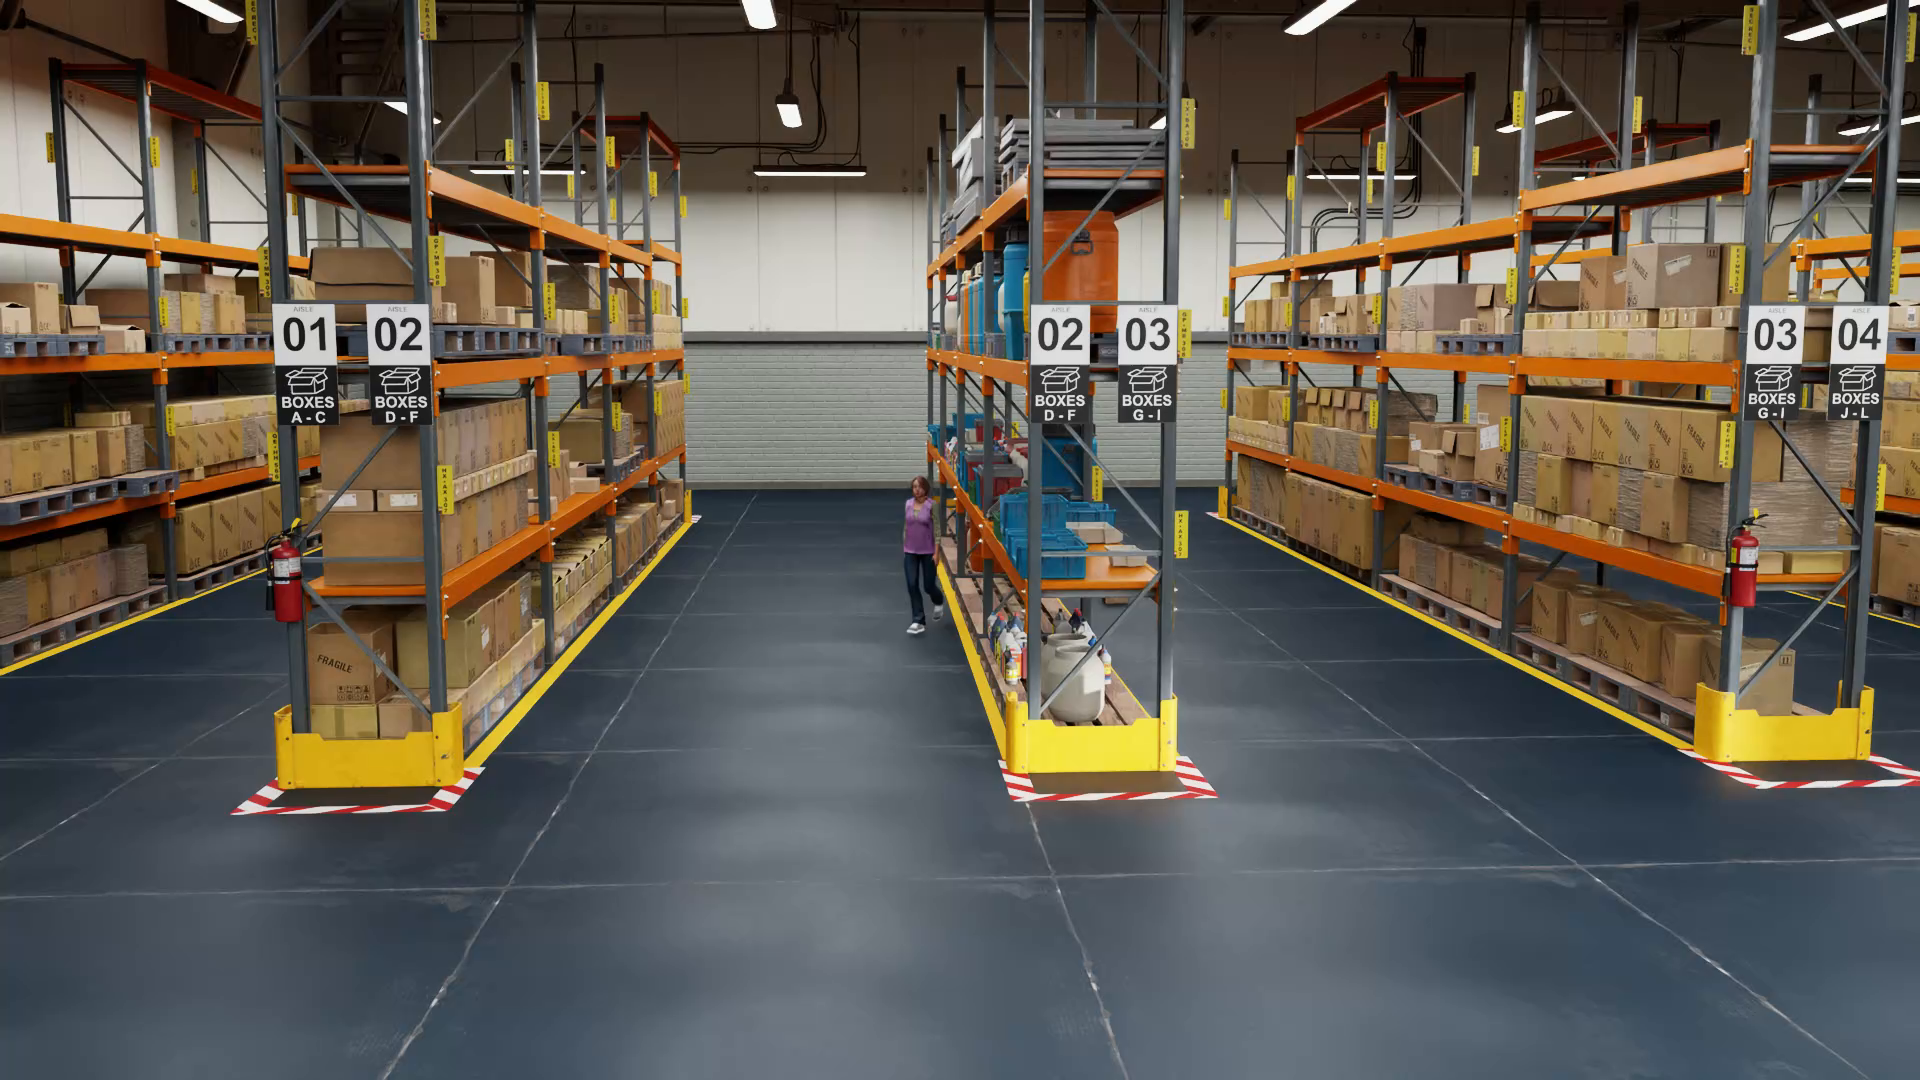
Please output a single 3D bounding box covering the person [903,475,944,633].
[{"bbox_3d":[-0.365,0.131,16.835,0.415,1.578,0.621,3,7,21],"label":"person"}]
